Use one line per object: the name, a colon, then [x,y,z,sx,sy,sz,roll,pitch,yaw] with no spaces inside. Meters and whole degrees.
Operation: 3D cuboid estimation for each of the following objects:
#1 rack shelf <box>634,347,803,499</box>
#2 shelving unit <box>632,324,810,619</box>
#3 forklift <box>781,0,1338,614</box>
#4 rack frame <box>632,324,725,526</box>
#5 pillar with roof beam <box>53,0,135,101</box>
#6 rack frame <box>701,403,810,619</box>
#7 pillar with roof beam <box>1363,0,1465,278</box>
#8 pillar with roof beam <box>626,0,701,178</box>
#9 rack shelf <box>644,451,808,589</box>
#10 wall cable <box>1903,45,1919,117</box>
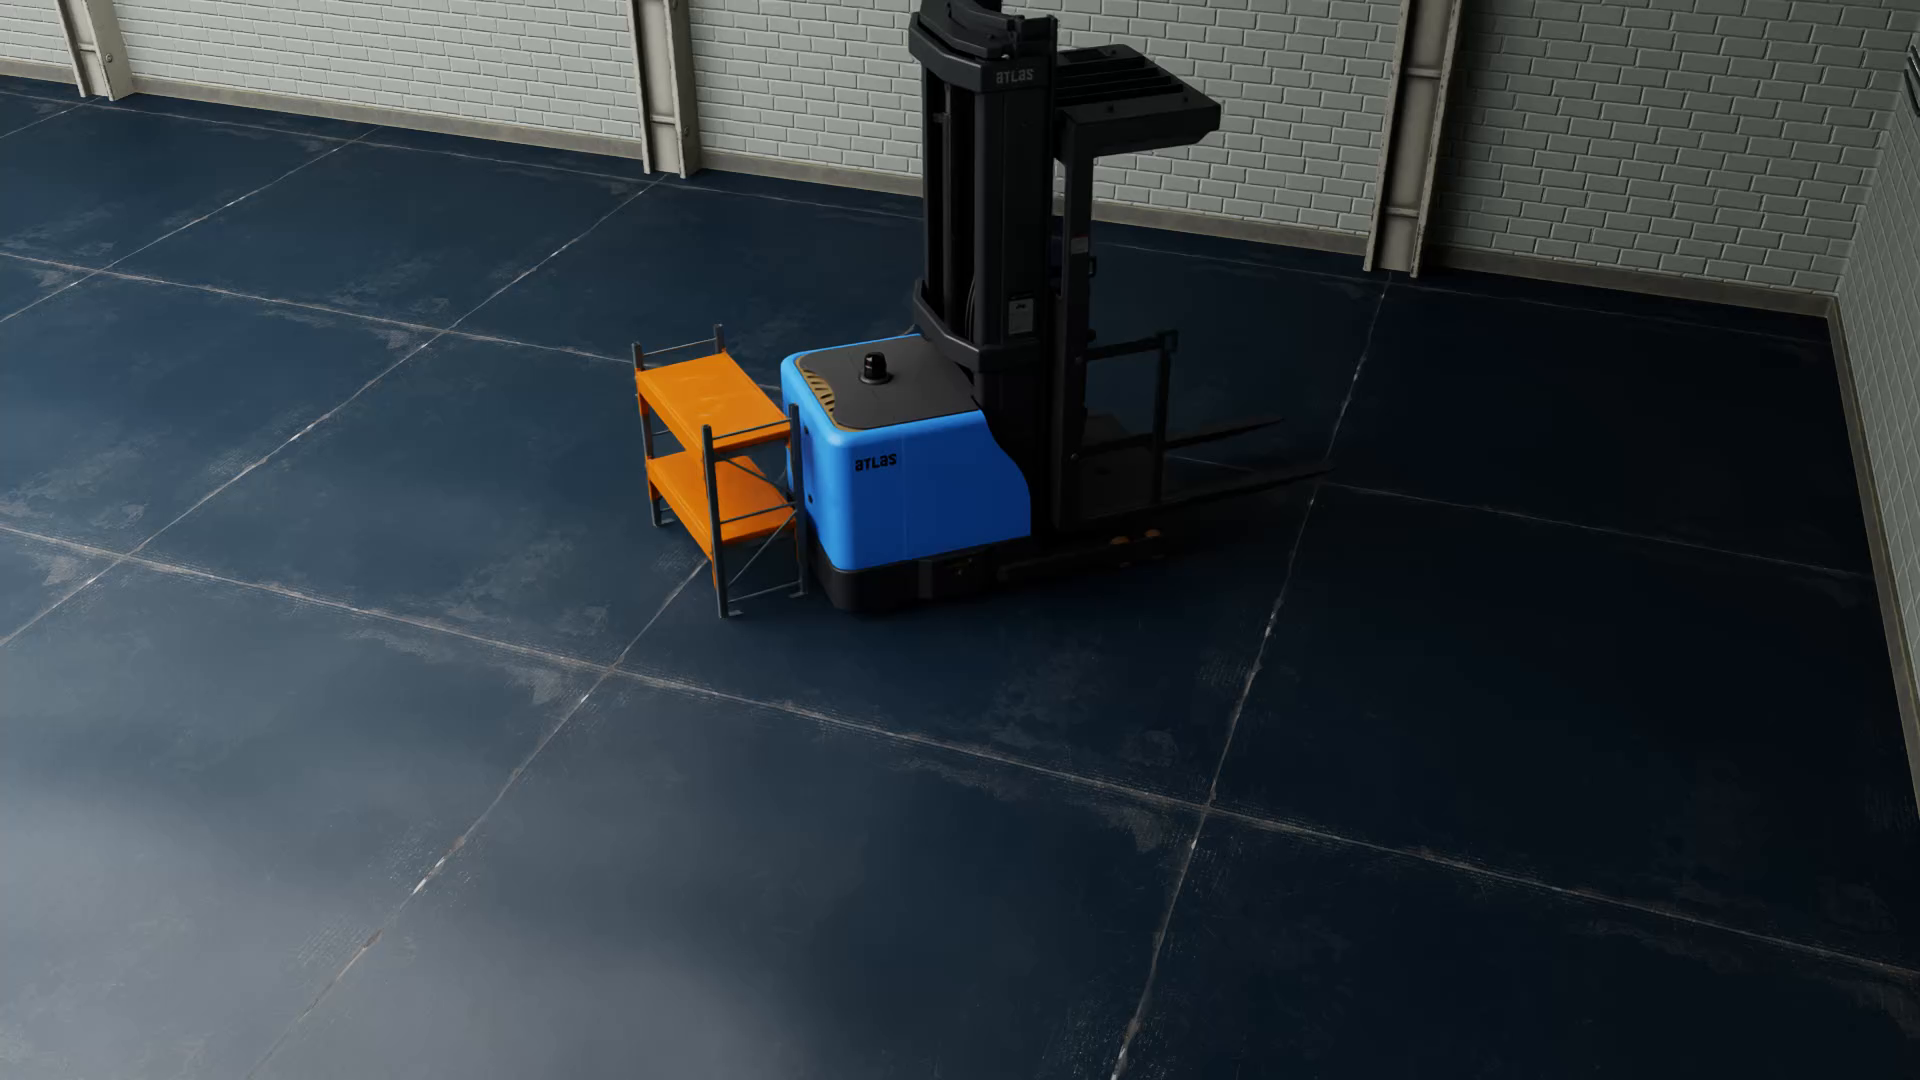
rack shelf: [-1.260,-0.623,8.606,0.538,0.278,1.000,-16,36,-23]
shelving unit: [-1.260,-0.377,8.765,0.538,1.125,1.048,-16,36,-23]
forklift: [0.615,-1.341,8.593,3.031,2.935,1.130,-11,35,-17]
rack frame: [-1.500,-0.620,9.141,0.500,1.125,0.032,-16,36,-23]
pillar with roof beam: [-9.525,-5.816,9.930,0.400,9.000,9.100,11,34,16]
rack frame: [-1.019,-0.134,8.389,0.500,1.125,0.032,-16,36,-23]
pillar with roof beam: [1.771,-3.620,6.529,0.400,9.000,9.100,11,34,16]
pillar with roof beam: [-3.877,-4.718,8.229,0.400,9.000,9.100,11,34,16]
rack shelf: [-1.260,-0.172,8.898,0.538,0.278,1.000,-16,36,-23]
wall cable: [5.551,-3.299,8.895,0.112,2.526,3.097,11,34,16]
